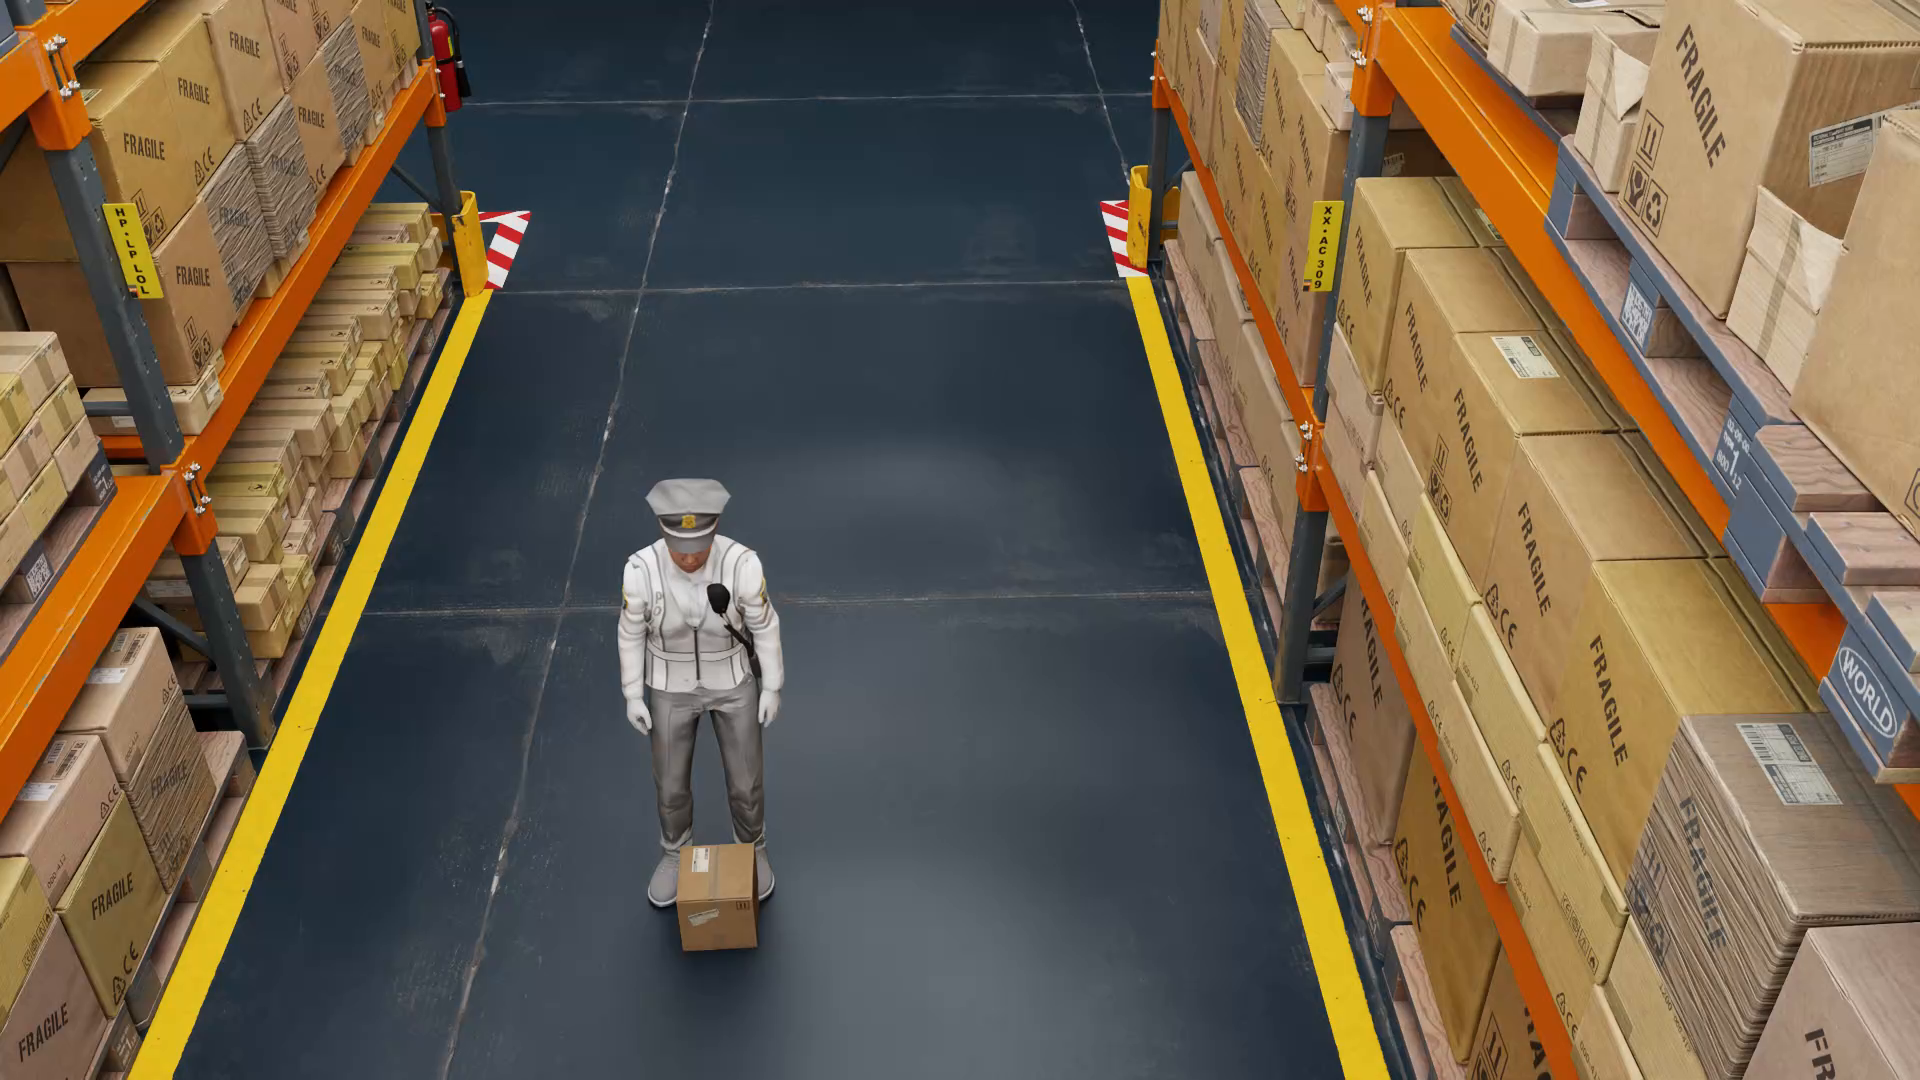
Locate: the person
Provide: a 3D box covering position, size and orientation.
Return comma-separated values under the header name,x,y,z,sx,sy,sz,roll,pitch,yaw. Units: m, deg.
name,x,y,z,sx,sy,sz,roll,pitch,yaw
person,-0.837,0.498,5.444,0.528,1.662,0.375,-3,36,-4
